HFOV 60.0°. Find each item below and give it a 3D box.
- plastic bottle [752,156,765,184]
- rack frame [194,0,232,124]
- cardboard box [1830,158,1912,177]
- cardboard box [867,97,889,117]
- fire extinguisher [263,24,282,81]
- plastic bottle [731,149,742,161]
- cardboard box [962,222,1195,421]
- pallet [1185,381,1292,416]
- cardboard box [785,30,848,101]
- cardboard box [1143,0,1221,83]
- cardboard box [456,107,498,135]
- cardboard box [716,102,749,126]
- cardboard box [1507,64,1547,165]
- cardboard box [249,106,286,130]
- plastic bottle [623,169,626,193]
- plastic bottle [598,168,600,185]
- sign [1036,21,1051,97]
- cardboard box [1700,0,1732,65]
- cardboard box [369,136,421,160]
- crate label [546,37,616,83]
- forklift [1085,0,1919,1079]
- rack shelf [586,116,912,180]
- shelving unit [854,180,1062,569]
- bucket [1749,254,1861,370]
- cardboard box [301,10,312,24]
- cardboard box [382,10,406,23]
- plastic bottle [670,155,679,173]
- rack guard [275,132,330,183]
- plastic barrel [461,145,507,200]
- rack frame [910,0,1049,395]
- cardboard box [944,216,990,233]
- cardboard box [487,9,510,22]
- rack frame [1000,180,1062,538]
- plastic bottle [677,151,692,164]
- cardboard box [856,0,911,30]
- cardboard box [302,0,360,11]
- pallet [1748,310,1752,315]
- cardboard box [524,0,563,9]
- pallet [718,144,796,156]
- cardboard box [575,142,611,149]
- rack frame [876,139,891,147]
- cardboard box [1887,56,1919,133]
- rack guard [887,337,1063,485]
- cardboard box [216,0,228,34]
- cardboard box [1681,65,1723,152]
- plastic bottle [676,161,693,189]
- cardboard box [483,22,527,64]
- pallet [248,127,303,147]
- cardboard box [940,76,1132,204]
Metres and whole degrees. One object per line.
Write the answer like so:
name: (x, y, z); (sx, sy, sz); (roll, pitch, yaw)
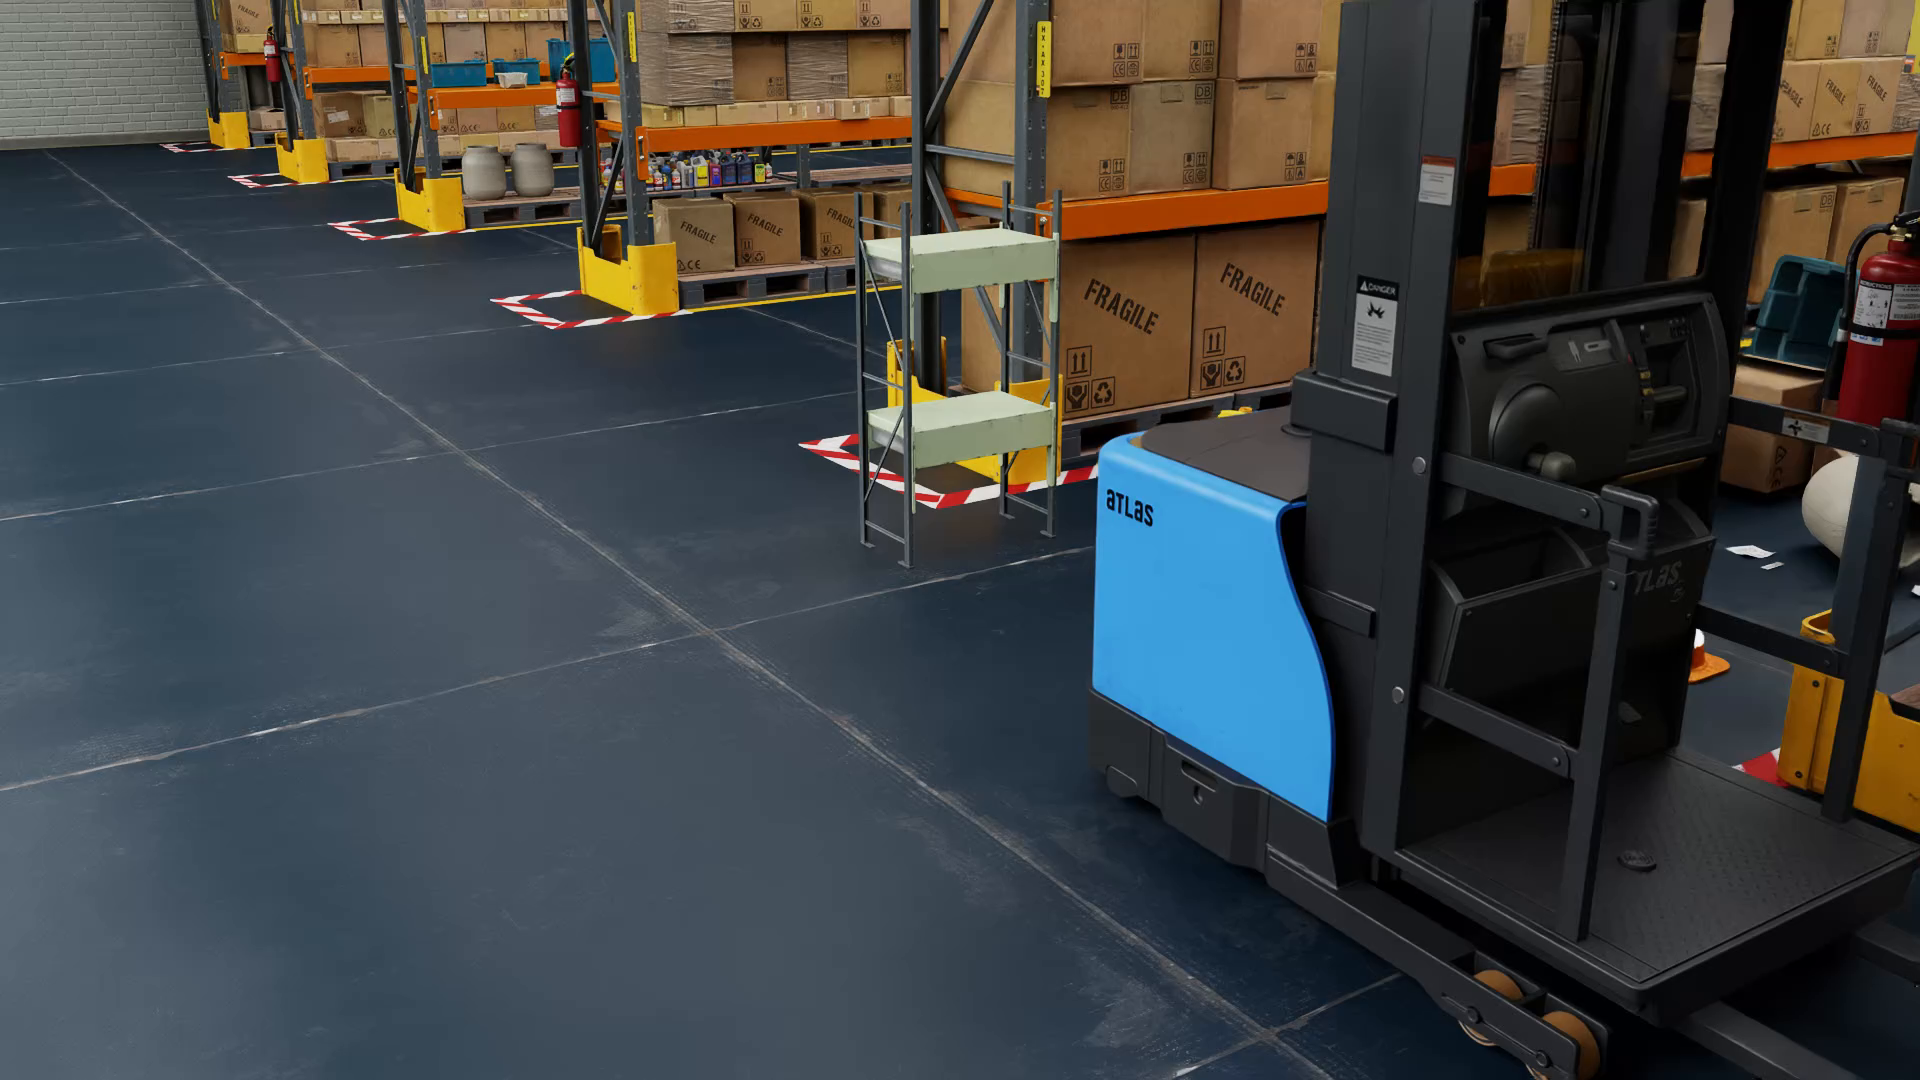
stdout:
plastic bottle: (-2.170, -3.989, 17.916); (0.133, 0.283, 0.061); (-11, 21, -29)
rack frame: (-10.739, -7.186, 23.818); (0.127, 3.000, 1.000); (-12, 22, -31)
cardboard box: (7.185, -2.837, 13.028); (0.500, 0.250, 0.500); (-13, 22, -33)
cardboard box: (-0.755, -3.397, 13.001); (0.250, 0.149, 0.380); (-12, 22, -31)
fire extinguisher: (-8.366, -5.929, 20.219); (0.183, 0.674, 0.296); (-12, 22, -31)
plastic bottle: (-2.408, -4.042, 17.968); (0.185, 0.351, 0.144); (-12, 22, -31)
cardboard box: (0.607, -1.197, 8.762); (0.875, 0.875, 0.875); (-12, 22, -31)
pallet: (1.720, -0.921, 9.640); (1.213, 0.211, 1.003); (-12, 22, -31)
cardboard box: (-1.299, -3.686, 12.844); (0.500, 0.500, 0.875); (-12, 22, -31)
cardboard box: (0.817, -2.626, 8.409); (0.550, 0.550, 0.875); (-12, 22, -31)
cardboard box: (-6.187, -5.412, 21.036); (0.500, 0.500, 0.500); (-12, 22, -31)
cardboard box: (-1.761, -3.158, 12.294); (0.250, 0.149, 0.380); (-12, 22, -31)
cardboard box: (3.116, -2.574, 9.942); (0.550, 0.550, 0.875); (-12, 22, -31)
cardboard box: (-10.112, -6.219, 24.467); (0.500, 0.311, 0.500); (-15, 24, -37)
plastic bottle: (-3.406, -3.729, 17.145); (0.133, 0.283, 0.061); (-11, 22, -31)
plastic bottle: (-3.910, -3.924, 17.723); (0.133, 0.283, 0.061); (-11, 22, -30)
sign: (0.377, -2.165, 7.490); (0.005, 0.325, 0.100); (-12, 22, -31)
cardboard box: (4.680, -3.362, 10.787); (0.500, 0.500, 0.700); (-12, 22, -31)
cardboard box: (-7.026, -4.882, 20.640); (0.500, 0.250, 0.500); (-12, 22, -31)
crate label: (-3.902, -4.950, 17.147); (0.616, 0.435, 0.502); (-12, 22, -31)
forklift: (1.594, -0.349, 3.700); (1.130, 2.935, 3.031); (-11, 22, -31)
rack shelf: (-0.896, -3.223, 13.218); (4.000, 0.370, 1.077); (-12, 22, -31)
shelving unit: (-0.006, -0.709, 7.001); (0.755, 1.500, 0.431); (-12, 22, -31)
bucket: (4.572, -1.100, 8.554); (0.620, 0.611, 0.726); (5, 17, -16)
cardboard box: (-7.797, -6.335, 20.130); (0.250, 0.149, 0.380); (-12, 22, -32)
cardboard box: (-6.925, -6.363, 20.213); (0.250, 0.149, 0.380); (-12, 22, -32)
plastic bottle: (-3.112, -4.056, 18.133); (0.097, 0.271, 0.097); (0, 19, 0)
rack guard: (-8.032, -4.673, 20.288); (0.348, 0.500, 1.175); (-12, 22, -31)
plastic barrel: (-4.783, -3.693, 16.714); (0.421, 0.512, 0.421); (0, 19, 0)
rack frame: (0.077, -1.867, 8.084); (0.127, 3.000, 1.000); (-12, 22, -31)
cardboard box: (-0.056, -2.768, 13.997); (0.500, 0.500, 0.500); (-5, 19, -14)
cardboard box: (-5.842, -6.593, 20.893); (0.250, 0.149, 0.380); (-11, 22, -30)
rack frame: (0.300, -0.774, 7.192); (0.023, 1.500, 0.400); (-12, 22, -31)
plastic bottle: (-3.010, -4.130, 18.227); (0.185, 0.351, 0.144); (-13, 23, -34)
cardboard box: (-0.705, -4.162, 12.690); (0.500, 0.500, 0.500); (-12, 22, -31)
cardboard box: (-7.571, -6.612, 19.937); (0.500, 0.500, 0.700); (-12, 22, -31)
pallet: (6.059, -1.836, 12.347); (1.213, 0.211, 1.003); (-12, 22, -31)
cardboard box: (-5.459, -7.059, 21.260); (0.500, 0.500, 0.700); (-12, 22, -32)
pallet: (-3.057, -5.602, 23.485); (1.213, 0.211, 1.003); (-12, 22, -31)
cardboard box: (-4.938, -5.323, 21.943); (0.500, 0.250, 0.500); (-12, 22, -31)
rack frame: (-1.330, -7.271, 24.068); (0.127, 3.000, 1.000); (-12, 22, -31)
cardboard box: (6.530, -3.172, 11.789); (0.500, 0.500, 0.500); (-12, 22, -31)
rack guard: (0.057, -0.679, 8.471); (0.348, 0.500, 1.175); (-12, 22, -31)
cardboard box: (-10.462, -7.620, 24.132); (0.500, 0.500, 0.500); (-12, 22, -32)
cardboard box: (4.426, -2.729, 10.476); (0.500, 0.500, 0.500); (-12, 22, -31)
plastic bottle: (-2.897, -3.850, 17.516); (0.135, 0.276, 0.152); (-11, 22, -30)
cardboard box: (-5.896, -6.352, 21.194); (0.500, 0.500, 0.700); (-12, 22, -31)
pallet: (-9.978, -6.012, 24.699); (1.213, 0.211, 1.003); (-12, 22, -31)
cardboard box: (0.362, -2.016, 8.289); (0.550, 0.550, 0.875); (-12, 22, -31)
